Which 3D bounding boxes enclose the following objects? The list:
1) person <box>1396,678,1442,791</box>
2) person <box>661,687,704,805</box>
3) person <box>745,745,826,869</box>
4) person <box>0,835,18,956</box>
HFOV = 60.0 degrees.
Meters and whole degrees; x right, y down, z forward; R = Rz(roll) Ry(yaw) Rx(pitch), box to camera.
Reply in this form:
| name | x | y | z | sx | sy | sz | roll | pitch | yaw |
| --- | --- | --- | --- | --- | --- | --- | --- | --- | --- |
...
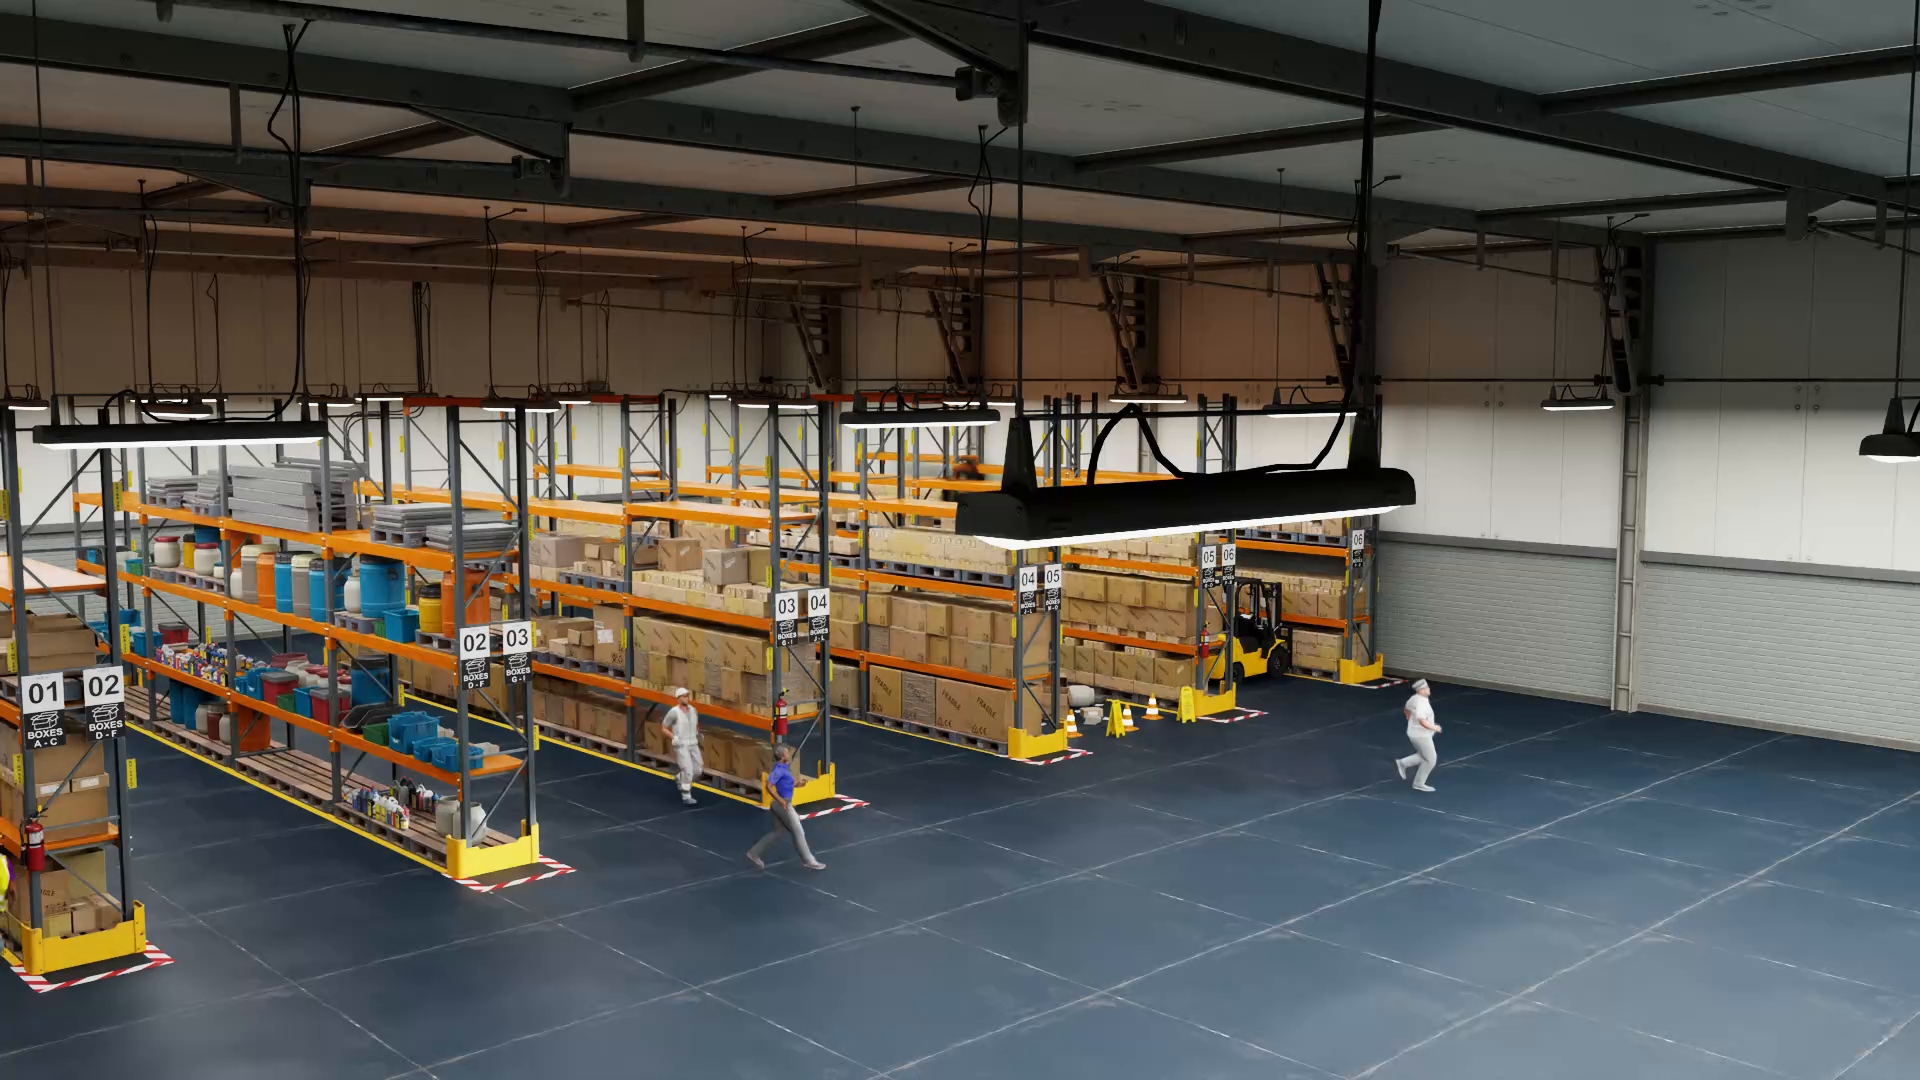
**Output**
| name | x | y | z | sx | sy | sz | roll | pitch | yaw |
| --- | --- | --- | --- | --- | --- | --- | --- | --- | --- |
| person | 7.090 | 2.995 | 25.655 | 0.627 | 1.753 | 0.697 | 0 | 6 | 1 |
| person | -4.141 | 3.065 | 24.852 | 0.623 | 1.736 | 0.655 | 5 | 8 | 44 |
| person | -2.233 | 3.480 | 21.299 | 1.005 | 1.520 | 0.577 | -2 | 6 | -18 |
| person | -9.951 | 3.829 | 16.995 | 0.666 | 1.757 | 0.719 | 1 | 6 | 10 |
